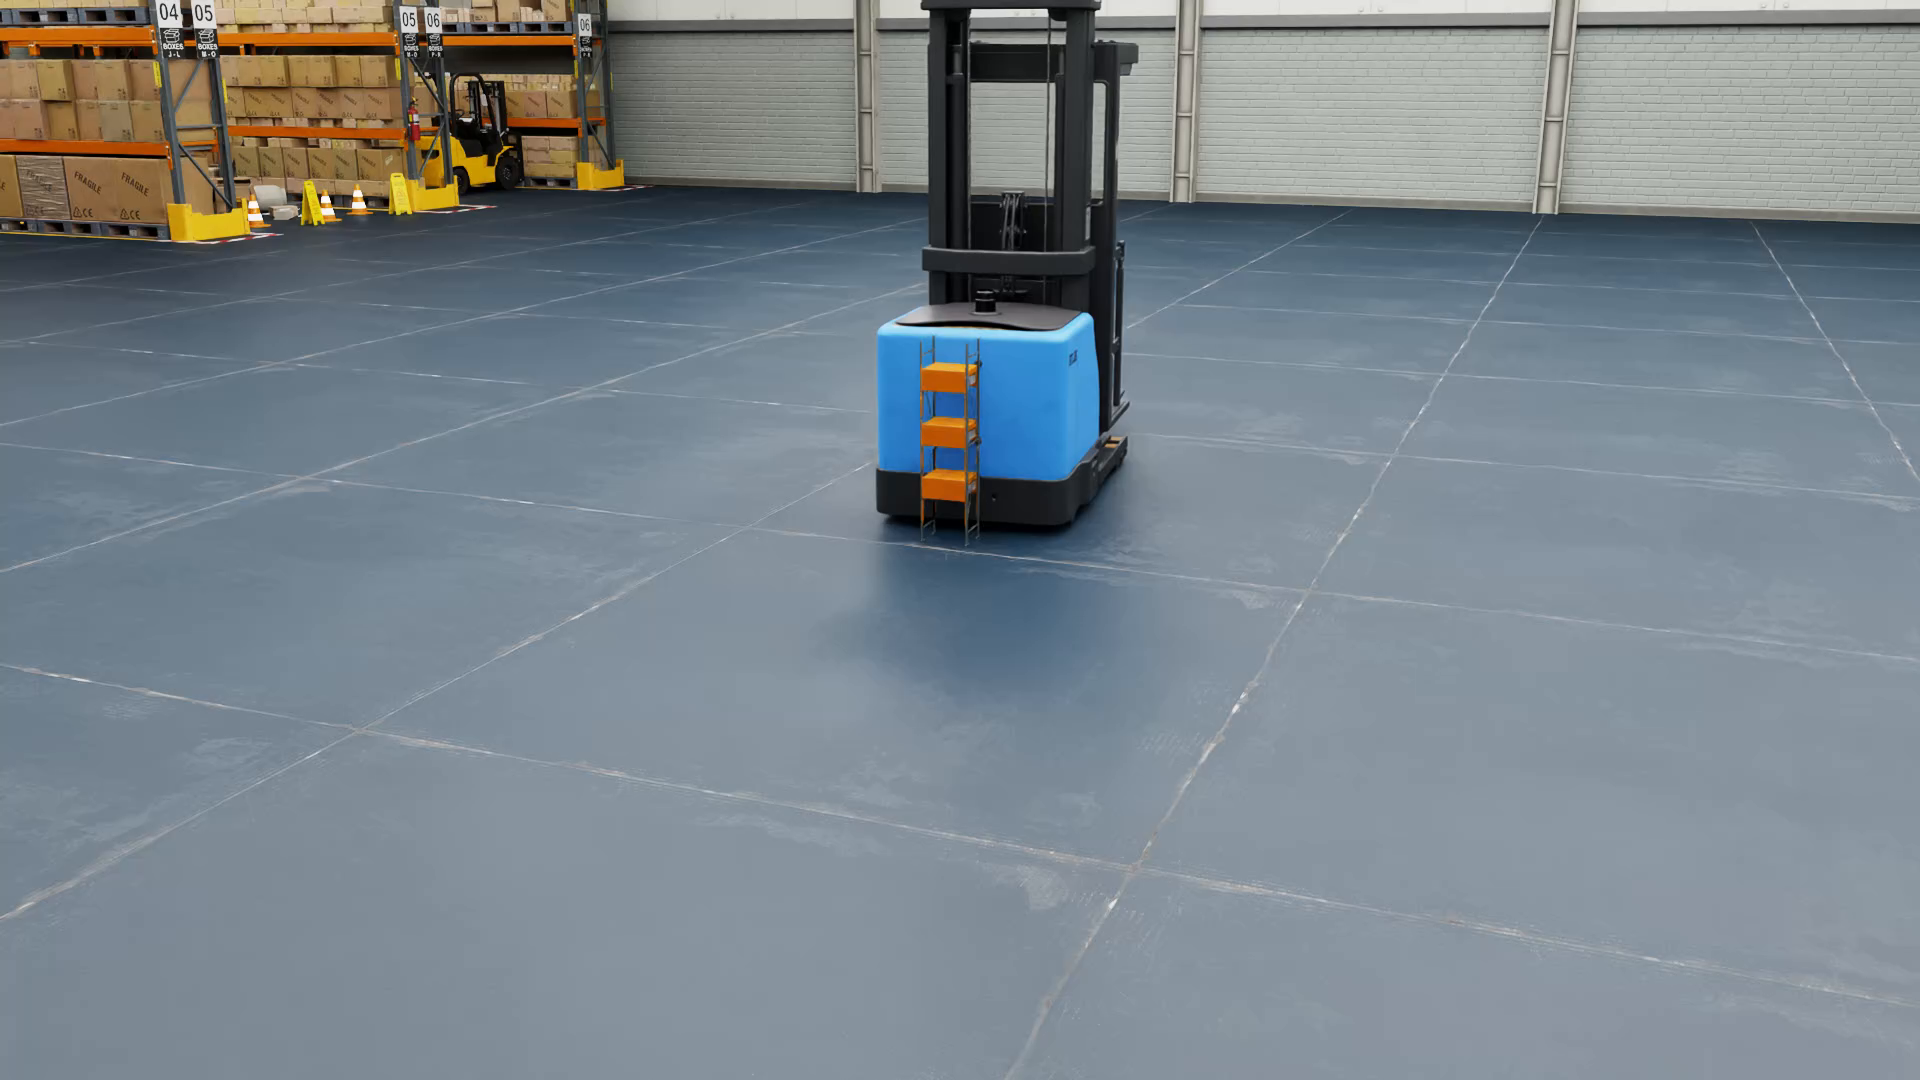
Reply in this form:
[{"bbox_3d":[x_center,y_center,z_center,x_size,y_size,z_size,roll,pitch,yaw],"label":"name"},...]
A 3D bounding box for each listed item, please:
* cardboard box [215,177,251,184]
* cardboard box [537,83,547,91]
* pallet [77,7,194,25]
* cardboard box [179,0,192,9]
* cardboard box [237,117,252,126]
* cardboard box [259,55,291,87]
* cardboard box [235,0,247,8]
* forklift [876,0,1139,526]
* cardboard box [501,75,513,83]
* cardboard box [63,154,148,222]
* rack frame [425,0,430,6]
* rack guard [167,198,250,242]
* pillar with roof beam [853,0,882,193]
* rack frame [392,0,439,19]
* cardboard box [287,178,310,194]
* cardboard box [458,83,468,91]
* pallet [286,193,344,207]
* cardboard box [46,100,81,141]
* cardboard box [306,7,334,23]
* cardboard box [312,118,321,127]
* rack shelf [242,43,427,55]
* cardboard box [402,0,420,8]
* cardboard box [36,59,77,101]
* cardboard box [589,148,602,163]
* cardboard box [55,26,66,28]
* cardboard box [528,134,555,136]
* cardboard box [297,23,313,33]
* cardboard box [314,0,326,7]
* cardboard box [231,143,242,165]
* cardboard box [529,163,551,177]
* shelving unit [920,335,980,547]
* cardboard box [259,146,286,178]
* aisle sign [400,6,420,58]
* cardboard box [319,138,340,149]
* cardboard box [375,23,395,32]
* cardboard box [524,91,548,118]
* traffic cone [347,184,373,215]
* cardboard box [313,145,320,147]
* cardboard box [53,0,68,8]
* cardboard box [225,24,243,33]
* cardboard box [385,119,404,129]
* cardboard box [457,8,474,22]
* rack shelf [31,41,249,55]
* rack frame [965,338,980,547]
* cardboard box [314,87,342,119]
[{"bbox_3d":[-12.001,-5.725,27.494,0.500,0.500,0.500,-9,18,-27],"label":"cardboard box"},{"bbox_3d":[-7.853,-8.649,31.742,0.250,0.149,0.380,7,17,22],"label":"cardboard box"},{"bbox_3d":[-11.194,-7.155,22.718,1.213,0.211,1.003,6,17,21],"label":"pallet"},{"bbox_3d":[-10.702,-7.372,22.823,0.250,0.149,0.380,6,17,21],"label":"cardboard box"},{"bbox_3d":[-12.070,-7.139,28.334,0.250,0.149,0.380,7,18,22],"label":"cardboard box"},{"bbox_3d":[-11.245,-7.841,27.795,0.500,0.500,0.700,6,17,19],"label":"cardboard box"},{"bbox_3d":[-11.831,-8.925,27.675,0.250,0.149,0.380,6,17,19],"label":"cardboard box"},{"bbox_3d":[0.418,-1.852,9.795,1.130,2.935,3.031,4,17,14],"label":"forklift"},{"bbox_3d":[-8.595,-8.855,31.918,0.250,0.149,0.380,7,17,22],"label":"cardboard box"},{"bbox_3d":[-11.975,-5.007,23.598,0.875,0.875,0.875,6,17,20],"label":"cardboard box"},{"bbox_3d":[-10.681,-11.556,32.338,0.127,3.000,1.000,6,17,21],"label":"rack frame"},{"bbox_3d":[-10.478,-4.481,23.212,0.348,0.500,1.175,6,17,21],"label":"rack guard"},{"bbox_3d":[-3.275,-9.721,26.019,0.400,9.000,9.100,6,17,21],"label":"pillar with roof beam"},{"bbox_3d":[-8.778,-9.859,26.493,0.127,3.000,1.000,6,17,21],"label":"rack frame"},{"bbox_3d":[-11.054,-6.033,28.252,0.500,0.250,0.500,6,17,20],"label":"cardboard box"},{"bbox_3d":[-9.541,-8.816,32.319,0.250,0.149,0.380,6,17,20],"label":"cardboard box"},{"bbox_3d":[-10.722,-5.864,28.494,1.213,0.211,1.003,6,17,21],"label":"pallet"},{"bbox_3d":[-12.365,-5.966,23.575,0.500,0.550,0.875,6,17,21],"label":"cardboard box"},{"bbox_3d":[-10.305,-8.575,27.187,0.500,0.250,0.500,7,18,22],"label":"cardboard box"},{"bbox_3d":[-10.619,-7.001,27.861,0.250,0.149,0.380,6,17,21],"label":"cardboard box"},{"bbox_3d":[-12.542,-9.974,33.562,4.000,0.370,1.077,6,17,21],"label":"rack shelf"},{"bbox_3d":[-9.034,-8.770,27.143,0.250,0.149,0.380,6,17,20],"label":"cardboard box"},{"bbox_3d":[-12.389,-6.468,23.366,0.500,0.550,0.875,6,17,21],"label":"cardboard box"},{"bbox_3d":[-7.321,-7.489,32.372,0.500,0.250,0.500,7,17,22],"label":"cardboard box"},{"bbox_3d":[-15.752,-9.070,29.396,0.258,0.266,0.396,6,17,21],"label":"cardboard box"},{"bbox_3d":[-8.265,-7.829,32.648,0.500,0.250,0.500,6,17,20],"label":"cardboard box"},{"bbox_3d":[-10.658,-8.407,27.324,0.250,0.149,0.380,6,17,20],"label":"cardboard box"},{"bbox_3d":[-10.347,-8.796,27.233,0.250,0.149,0.380,6,17,19],"label":"cardboard box"},{"bbox_3d":[-14.874,-8.073,34.831,0.500,0.500,0.500,7,18,22],"label":"cardboard box"},{"bbox_3d":[-7.972,-7.166,32.157,0.500,0.250,0.500,6,17,21],"label":"cardboard box"},{"bbox_3d":[-0.051,-0.508,8.540,0.252,1.050,0.215,6,17,18],"label":"shelving unit"},{"bbox_3d":[-11.547,-6.446,28.332,0.500,0.500,0.500,7,18,23],"label":"cardboard box"},{"bbox_3d":[-8.827,-8.145,26.686,0.004,0.787,0.394,6,17,21],"label":"aisle sign"},{"bbox_3d":[-10.462,-6.619,27.764,0.250,0.149,0.380,7,18,23],"label":"cardboard box"},{"bbox_3d":[-9.213,-8.262,26.822,0.250,0.149,0.380,6,17,21],"label":"cardboard box"},{"bbox_3d":[-7.994,-8.351,31.881,0.500,0.500,0.500,7,18,22],"label":"cardboard box"},{"bbox_3d":[-9.651,-5.469,26.682,0.334,0.463,0.336,6,17,21],"label":"traffic cone"},{"bbox_3d":[-10.901,-6.534,28.634,0.500,0.500,0.500,7,18,24],"label":"cardboard box"},{"bbox_3d":[-12.116,-7.330,22.679,0.250,0.149,0.380,6,17,21],"label":"cardboard box"},{"bbox_3d":[-12.077,-8.570,27.882,0.250,0.149,0.380,6,17,21],"label":"cardboard box"},{"bbox_3d":[-9.204,-6.840,27.305,0.250,0.149,0.380,7,18,22],"label":"cardboard box"},{"bbox_3d":[-9.412,-10.070,31.909,0.258,0.266,0.396,6,17,19],"label":"cardboard box"},{"bbox_3d":[-14.360,-8.687,29.126,4.000,0.370,1.077,6,17,21],"label":"rack shelf"},{"bbox_3d":[0.064,-0.497,8.501,0.008,1.050,0.200,6,17,18],"label":"rack frame"},{"bbox_3d":[-10.312,-7.257,27.579,0.500,0.500,0.500,6,17,20],"label":"cardboard box"}]
